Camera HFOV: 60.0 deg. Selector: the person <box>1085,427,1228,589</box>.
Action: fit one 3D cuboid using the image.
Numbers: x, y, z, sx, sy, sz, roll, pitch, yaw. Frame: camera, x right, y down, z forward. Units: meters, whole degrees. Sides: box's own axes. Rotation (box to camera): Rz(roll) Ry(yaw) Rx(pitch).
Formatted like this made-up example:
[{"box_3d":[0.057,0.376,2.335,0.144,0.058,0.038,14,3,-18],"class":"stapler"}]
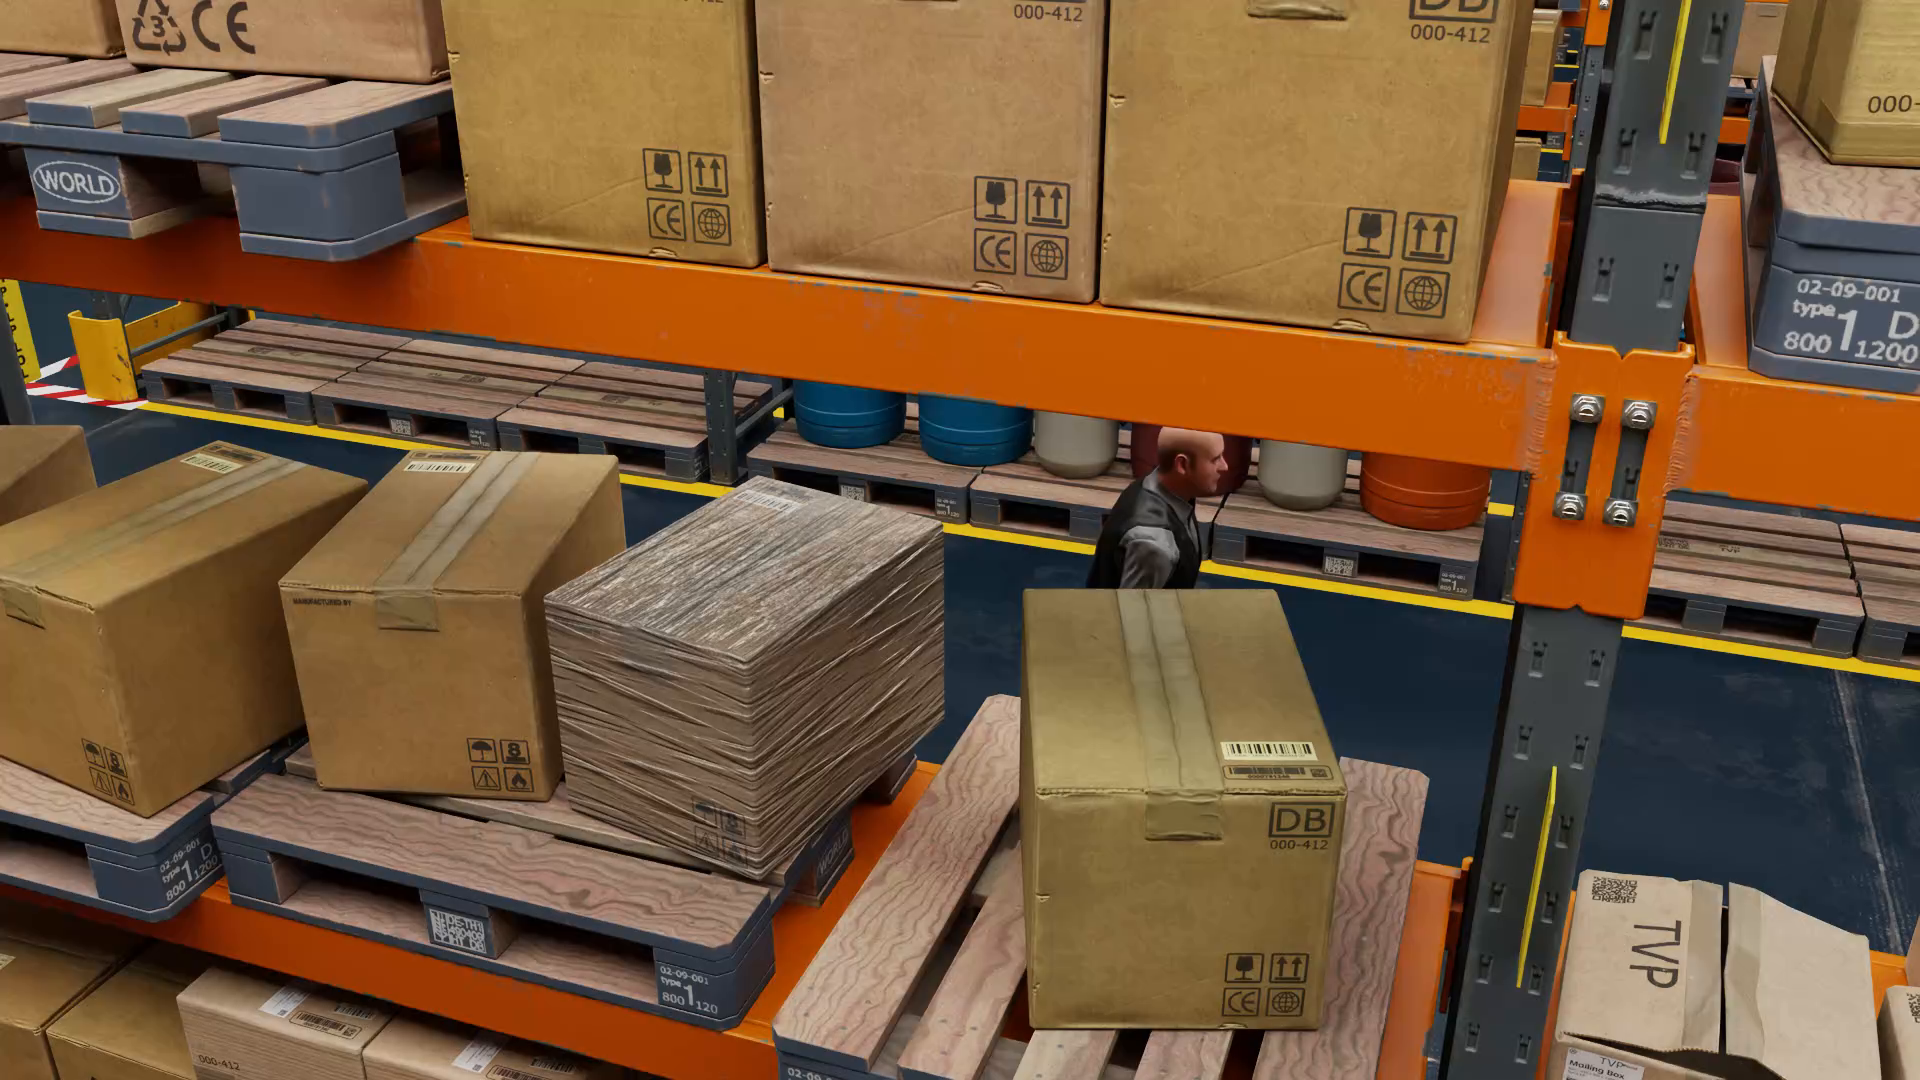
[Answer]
[{"box_3d":[0.626,0.410,5.282,0.475,1.719,0.581,7,27,15],"class":"person"}]
